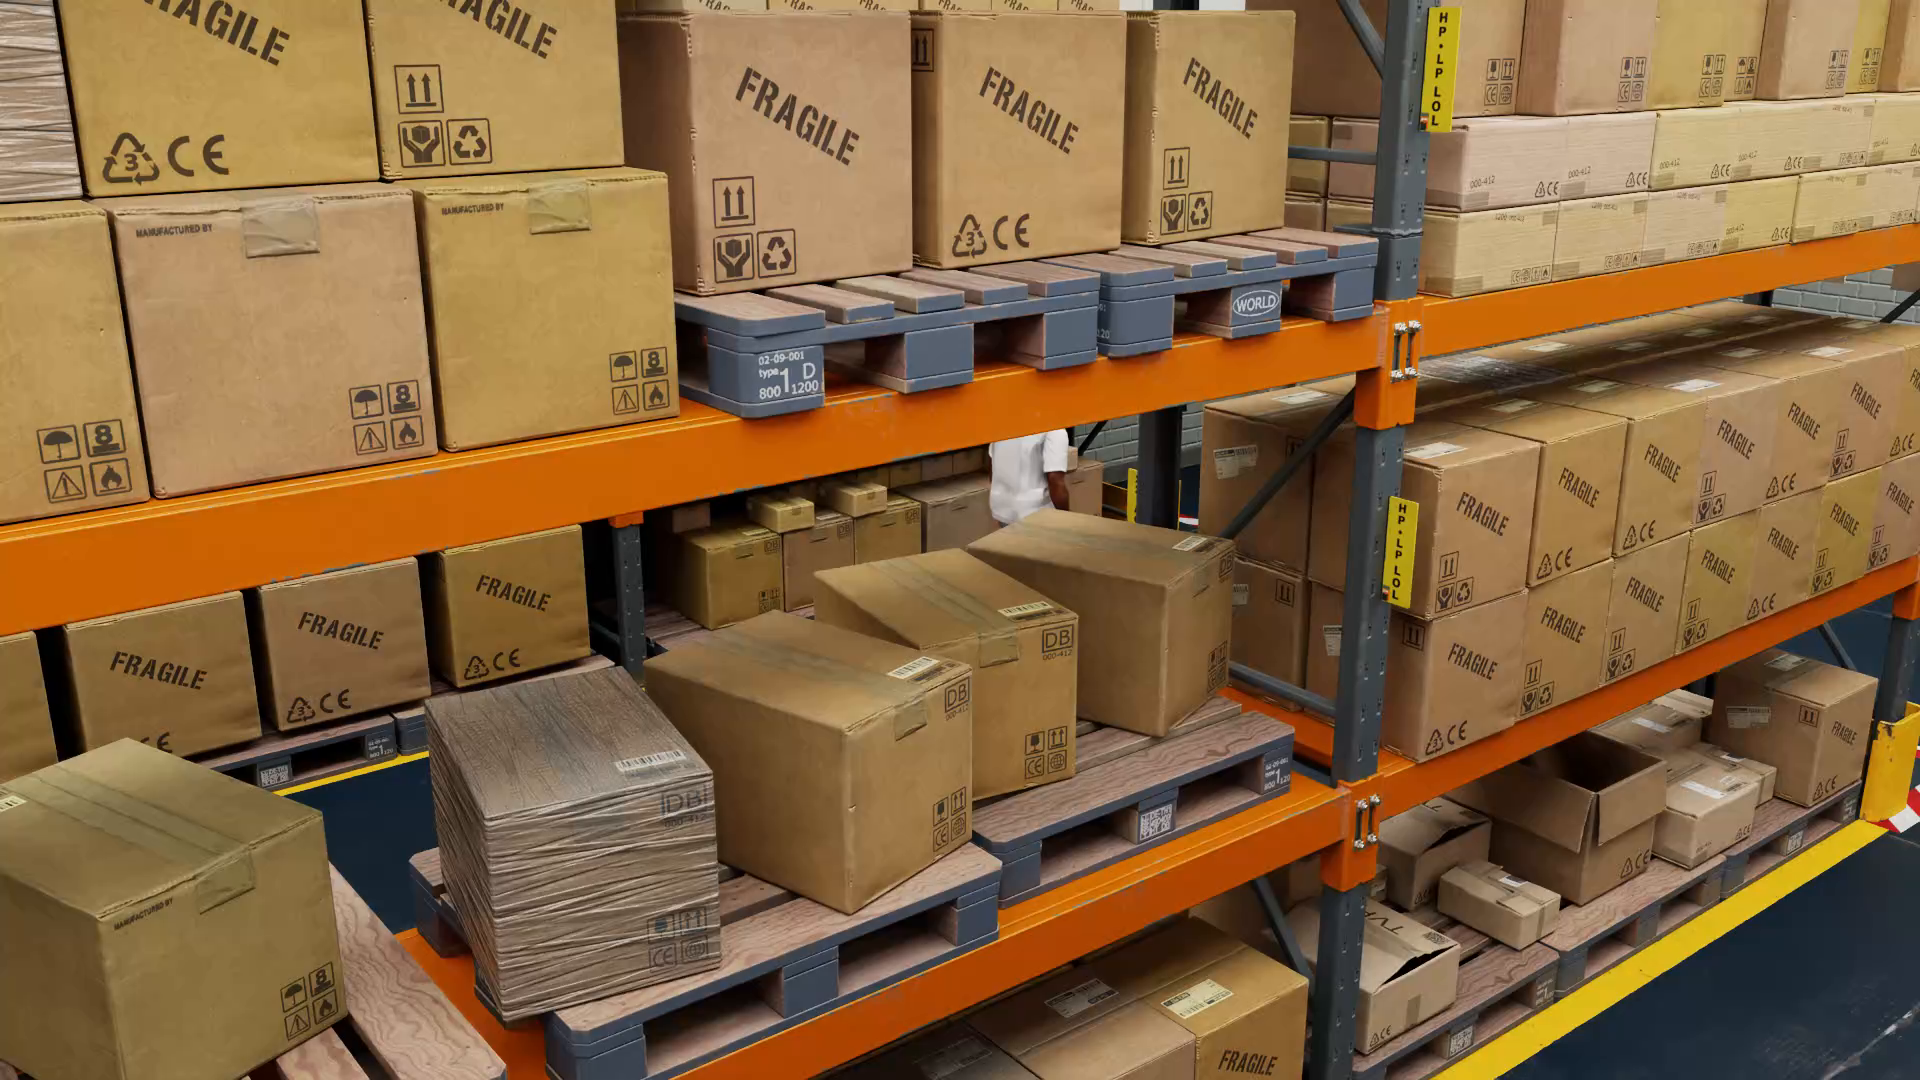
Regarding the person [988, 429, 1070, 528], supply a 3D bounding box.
[{"bbox_3d":[0.420,-0.159,9.524,0.460,1.760,0.625,-14,23,-38],"label":"person"}]
